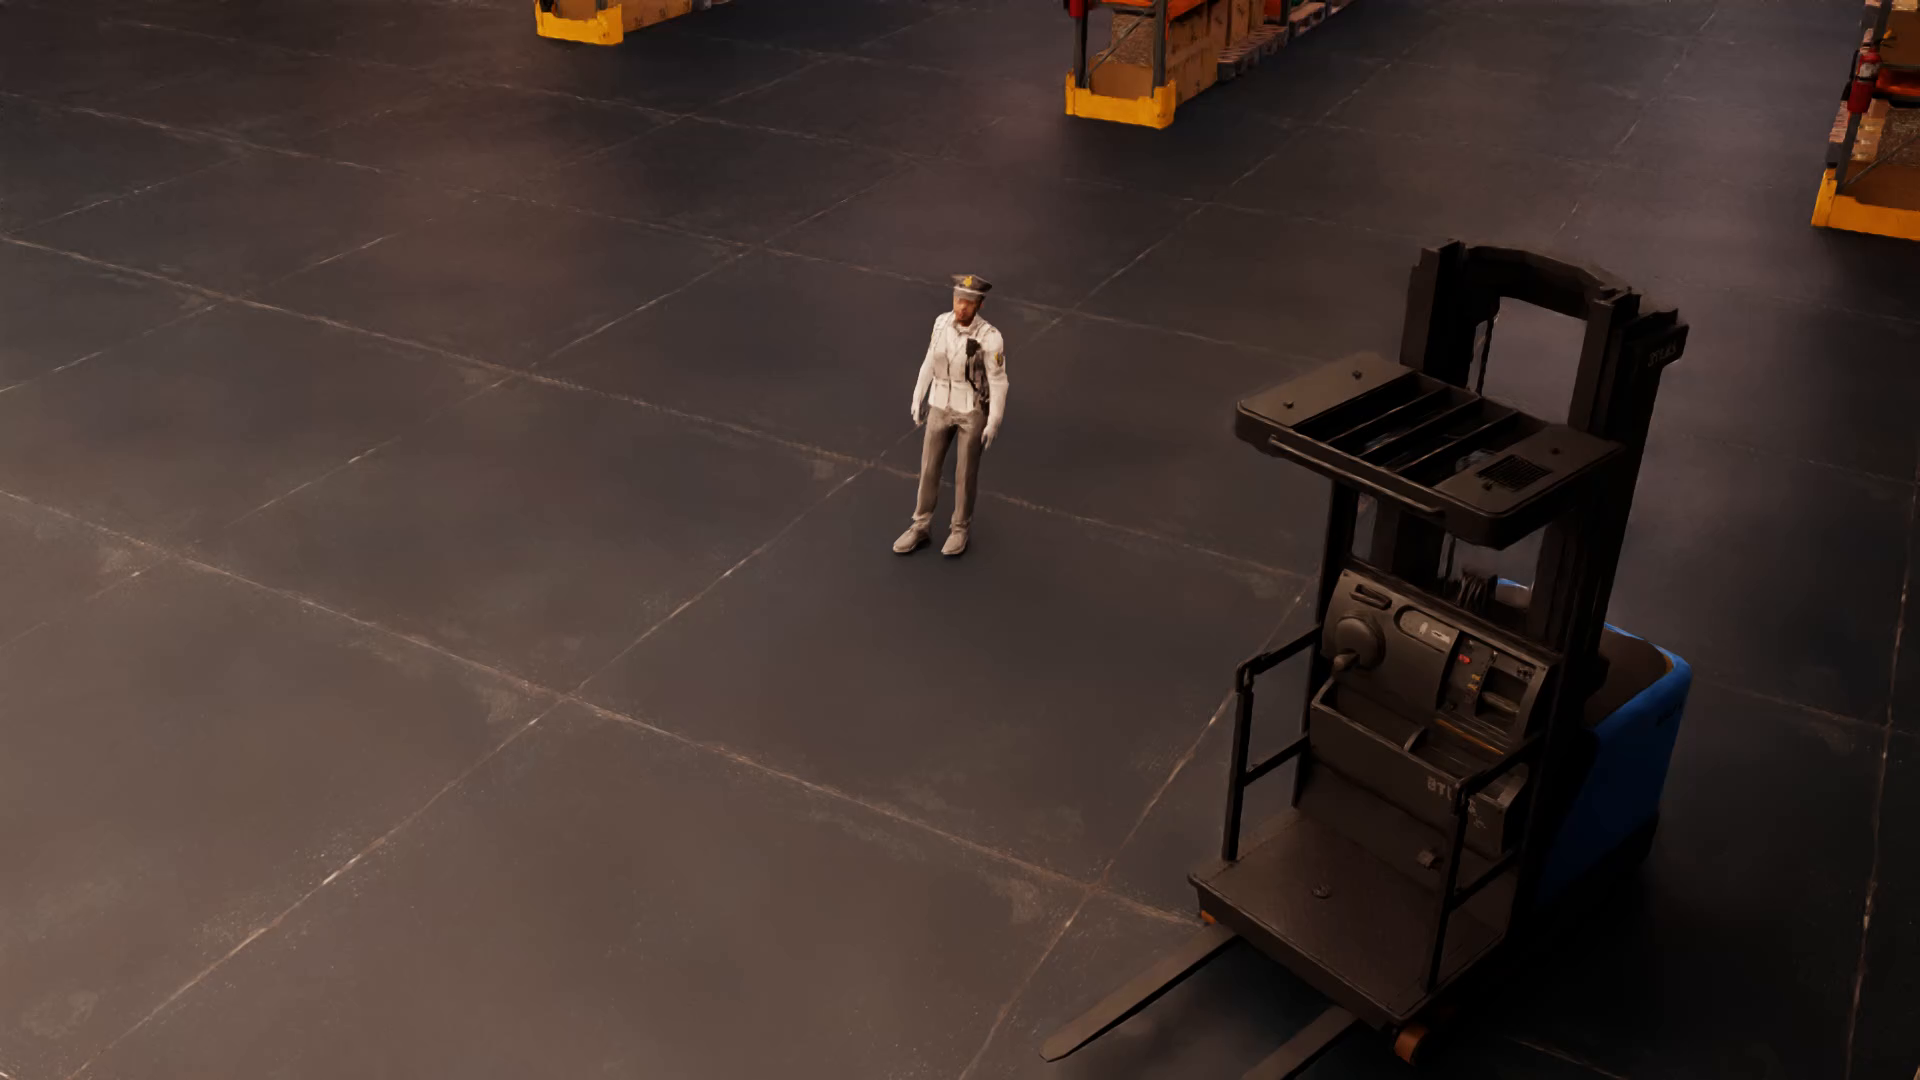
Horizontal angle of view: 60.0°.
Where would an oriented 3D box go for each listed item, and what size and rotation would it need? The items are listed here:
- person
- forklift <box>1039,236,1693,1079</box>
[{"bbox_3d":[-0.039,-0.712,9.527,0.586,1.695,0.532,15,33,25],"label":"person"},{"bbox_3d":[1.652,0.472,6.253,3.031,2.935,1.130,-24,37,-35],"label":"forklift"}]
